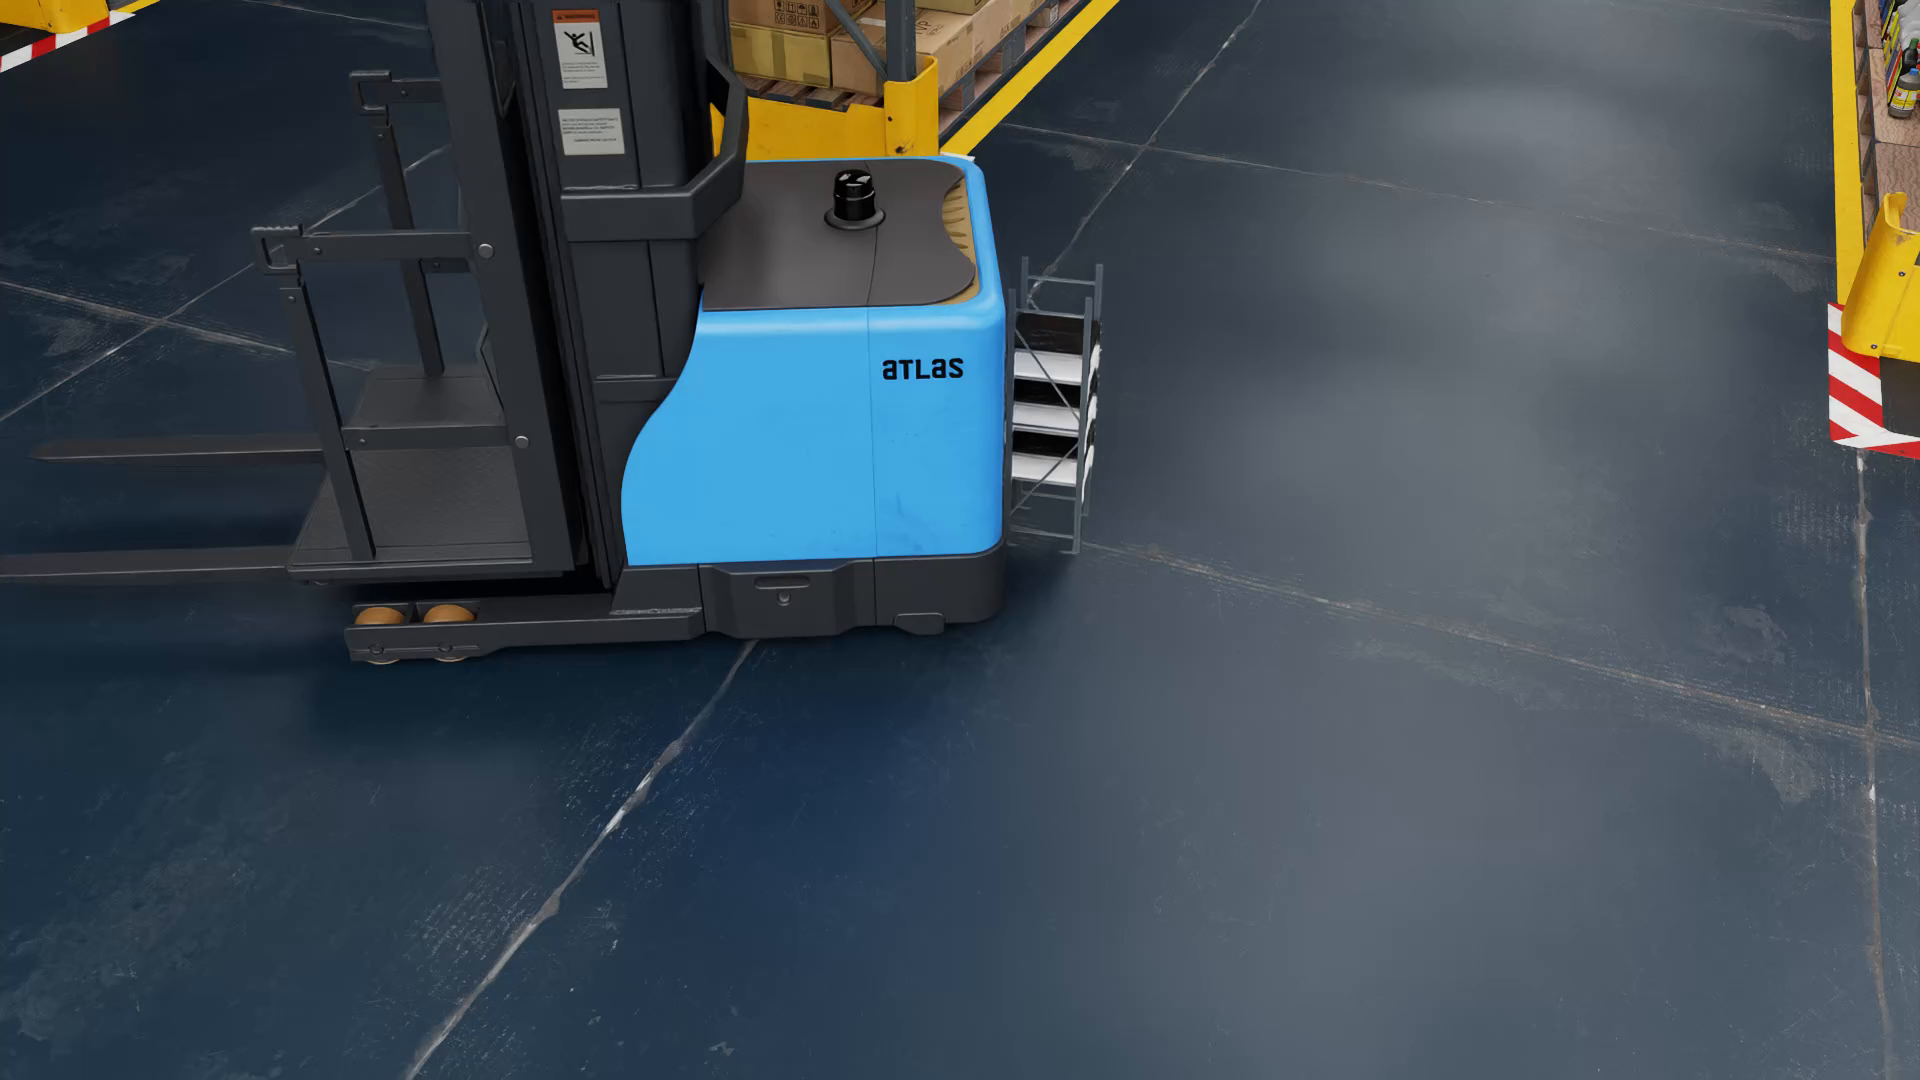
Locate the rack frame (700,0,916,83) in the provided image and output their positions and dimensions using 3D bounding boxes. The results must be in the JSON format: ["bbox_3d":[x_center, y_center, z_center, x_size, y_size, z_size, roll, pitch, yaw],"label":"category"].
[{"bbox_3d":[-0.673,-2.946,6.686,1.000,3.000,0.127,14,39,18],"label":"rack frame"}]

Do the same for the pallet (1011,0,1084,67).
[{"bbox_3d":[0.045,-2.935,9.000,1.003,0.211,1.213,14,39,18],"label":"pallet"}]

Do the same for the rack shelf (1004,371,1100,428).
[{"bbox_3d":[0.276,-0.437,4.988,0.258,0.077,0.200,7,37,10],"label":"rack shelf"}]

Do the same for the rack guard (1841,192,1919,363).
[{"bbox_3d":[3.892,-0.867,5.992,1.175,0.500,0.348,14,39,18],"label":"rack guard"}]

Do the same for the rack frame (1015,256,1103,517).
[{"bbox_3d":[0.297,-0.451,5.102,0.240,0.900,0.006,7,37,10],"label":"rack frame"}]

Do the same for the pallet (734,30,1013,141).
[{"bbox_3d":[-0.421,-2.262,8.100,1.003,0.211,1.213,14,39,18],"label":"pallet"}]

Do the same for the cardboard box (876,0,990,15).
[{"bbox_3d":[-0.075,-2.837,7.859,0.500,0.500,0.500,14,39,18],"label":"cardboard box"}]

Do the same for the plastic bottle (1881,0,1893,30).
[{"bbox_3d":[4.666,-2.688,8.186,0.144,0.351,0.185,12,38,16],"label":"plastic bottle"}]

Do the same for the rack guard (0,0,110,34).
[{"bbox_3d":[-5.227,-3.113,8.997,1.175,0.500,0.348,14,39,18],"label":"rack guard"}]

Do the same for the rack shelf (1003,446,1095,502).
[{"bbox_3d":[0.276,-0.220,5.150,0.258,0.077,0.200,7,37,10],"label":"rack shelf"}]

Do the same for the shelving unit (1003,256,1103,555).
[{"bbox_3d":[0.276,-0.391,5.022,0.258,0.900,0.210,7,37,10],"label":"shelving unit"}]

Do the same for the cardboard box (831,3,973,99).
[{"bbox_3d":[-0.263,-2.259,7.713,0.500,0.250,0.500,14,39,18],"label":"cardboard box"}]

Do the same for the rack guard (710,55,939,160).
[{"bbox_3d":[-0.682,-1.931,7.416,1.175,0.500,0.348,14,39,18],"label":"rack guard"}]

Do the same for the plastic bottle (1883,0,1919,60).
[{"bbox_3d":[4.504,-2.453,7.872,0.144,0.351,0.185,14,39,17],"label":"plastic bottle"}]

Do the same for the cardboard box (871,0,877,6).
[{"bbox_3d":[-0.563,-2.657,8.245,0.500,0.250,0.500,14,39,18],"label":"cardboard box"}]

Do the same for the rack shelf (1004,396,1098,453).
[{"bbox_3d":[0.276,-0.365,5.042,0.258,0.077,0.200,7,37,10],"label":"rack shelf"}]

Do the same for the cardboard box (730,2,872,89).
[{"bbox_3d":[-0.742,-2.377,7.871,0.500,0.250,0.500,14,39,18],"label":"cardboard box"}]

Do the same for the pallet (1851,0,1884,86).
[{"bbox_3d":[5.134,-2.551,8.486,1.003,0.211,1.213,14,39,18],"label":"pallet"}]

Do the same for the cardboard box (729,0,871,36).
[{"bbox_3d":[-0.744,-2.678,7.647,0.500,0.500,0.500,14,39,18],"label":"cardboard box"}]

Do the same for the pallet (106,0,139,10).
[{"bbox_3d":[-4.885,-3.439,9.675,1.003,0.211,1.213,14,39,18],"label":"pallet"}]

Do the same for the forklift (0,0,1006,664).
[{"bbox_3d":[-1.405,-1.144,4.332,3.031,2.935,1.130,-2,37,-3],"label":"forklift"}]

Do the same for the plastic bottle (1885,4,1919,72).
[{"bbox_3d":[4.433,-2.350,7.734,0.144,0.351,0.185,15,39,20],"label":"plastic bottle"}]

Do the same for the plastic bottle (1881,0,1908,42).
[{"bbox_3d":[4.564,-2.580,8.097,0.061,0.283,0.133,16,40,20],"label":"plastic bottle"}]

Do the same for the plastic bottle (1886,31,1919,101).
[{"bbox_3d":[4.321,-2.151,7.530,0.152,0.276,0.135,14,39,18],"label":"plastic bottle"}]

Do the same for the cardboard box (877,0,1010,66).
[{"bbox_3d":[-0.076,-2.537,8.084,0.500,0.250,0.500,14,39,18],"label":"cardboard box"}]

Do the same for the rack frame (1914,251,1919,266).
[{"bbox_3d":[3.906,-1.816,5.173,1.000,3.000,0.127,14,39,18],"label":"rack frame"}]

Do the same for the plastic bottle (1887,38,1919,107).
[{"bbox_3d":[4.227,-2.089,7.441,0.061,0.283,0.133,15,39,19],"label":"plastic bottle"}]

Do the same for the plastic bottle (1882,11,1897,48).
[{"bbox_3d":[4.536,-2.477,8.029,0.097,0.201,0.097,0,37,0],"label":"plastic bottle"}]

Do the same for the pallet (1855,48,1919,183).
[{"bbox_3d":[4.672,-1.873,7.580,1.003,0.211,1.213,14,39,18],"label":"pallet"}]

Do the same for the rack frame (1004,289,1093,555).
[{"bbox_3d":[0.254,-0.332,4.942,0.240,0.900,0.006,7,37,10],"label":"rack frame"}]

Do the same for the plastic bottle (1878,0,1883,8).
[{"bbox_3d":[4.804,-2.854,8.470,0.152,0.276,0.135,15,39,19],"label":"plastic bottle"}]

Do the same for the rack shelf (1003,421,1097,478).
[{"bbox_3d":[0.276,-0.293,5.096,0.258,0.077,0.200,7,37,10],"label":"rack shelf"}]

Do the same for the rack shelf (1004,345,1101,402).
[{"bbox_3d":[0.276,-0.509,4.934,0.258,0.077,0.200,7,37,10],"label":"rack shelf"}]

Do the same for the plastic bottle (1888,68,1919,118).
[{"bbox_3d":[4.200,-1.988,7.374,0.097,0.201,0.097,0,37,0],"label":"plastic bottle"}]

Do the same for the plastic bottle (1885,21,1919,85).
[{"bbox_3d":[4.374,-2.228,7.632,0.152,0.276,0.135,13,39,16],"label":"plastic bottle"}]

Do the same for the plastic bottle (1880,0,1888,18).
[{"bbox_3d":[4.738,-2.793,8.326,0.144,0.351,0.185,15,39,19],"label":"plastic bottle"}]

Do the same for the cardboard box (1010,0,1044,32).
[{"bbox_3d":[0.114,-2.813,8.454,0.500,0.250,0.500,14,39,18],"label":"cardboard box"}]

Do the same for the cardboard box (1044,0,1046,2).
[{"bbox_3d":[0.309,-3.089,8.823,0.500,0.250,0.500,14,39,18],"label":"cardboard box"}]

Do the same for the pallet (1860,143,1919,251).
[{"bbox_3d":[4.206,-1.200,6.679,1.003,0.211,1.213,14,39,18],"label":"pallet"}]

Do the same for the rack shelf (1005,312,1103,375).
[{"bbox_3d":[0.276,-0.581,4.880,0.258,0.077,0.200,7,37,10],"label":"rack shelf"}]
